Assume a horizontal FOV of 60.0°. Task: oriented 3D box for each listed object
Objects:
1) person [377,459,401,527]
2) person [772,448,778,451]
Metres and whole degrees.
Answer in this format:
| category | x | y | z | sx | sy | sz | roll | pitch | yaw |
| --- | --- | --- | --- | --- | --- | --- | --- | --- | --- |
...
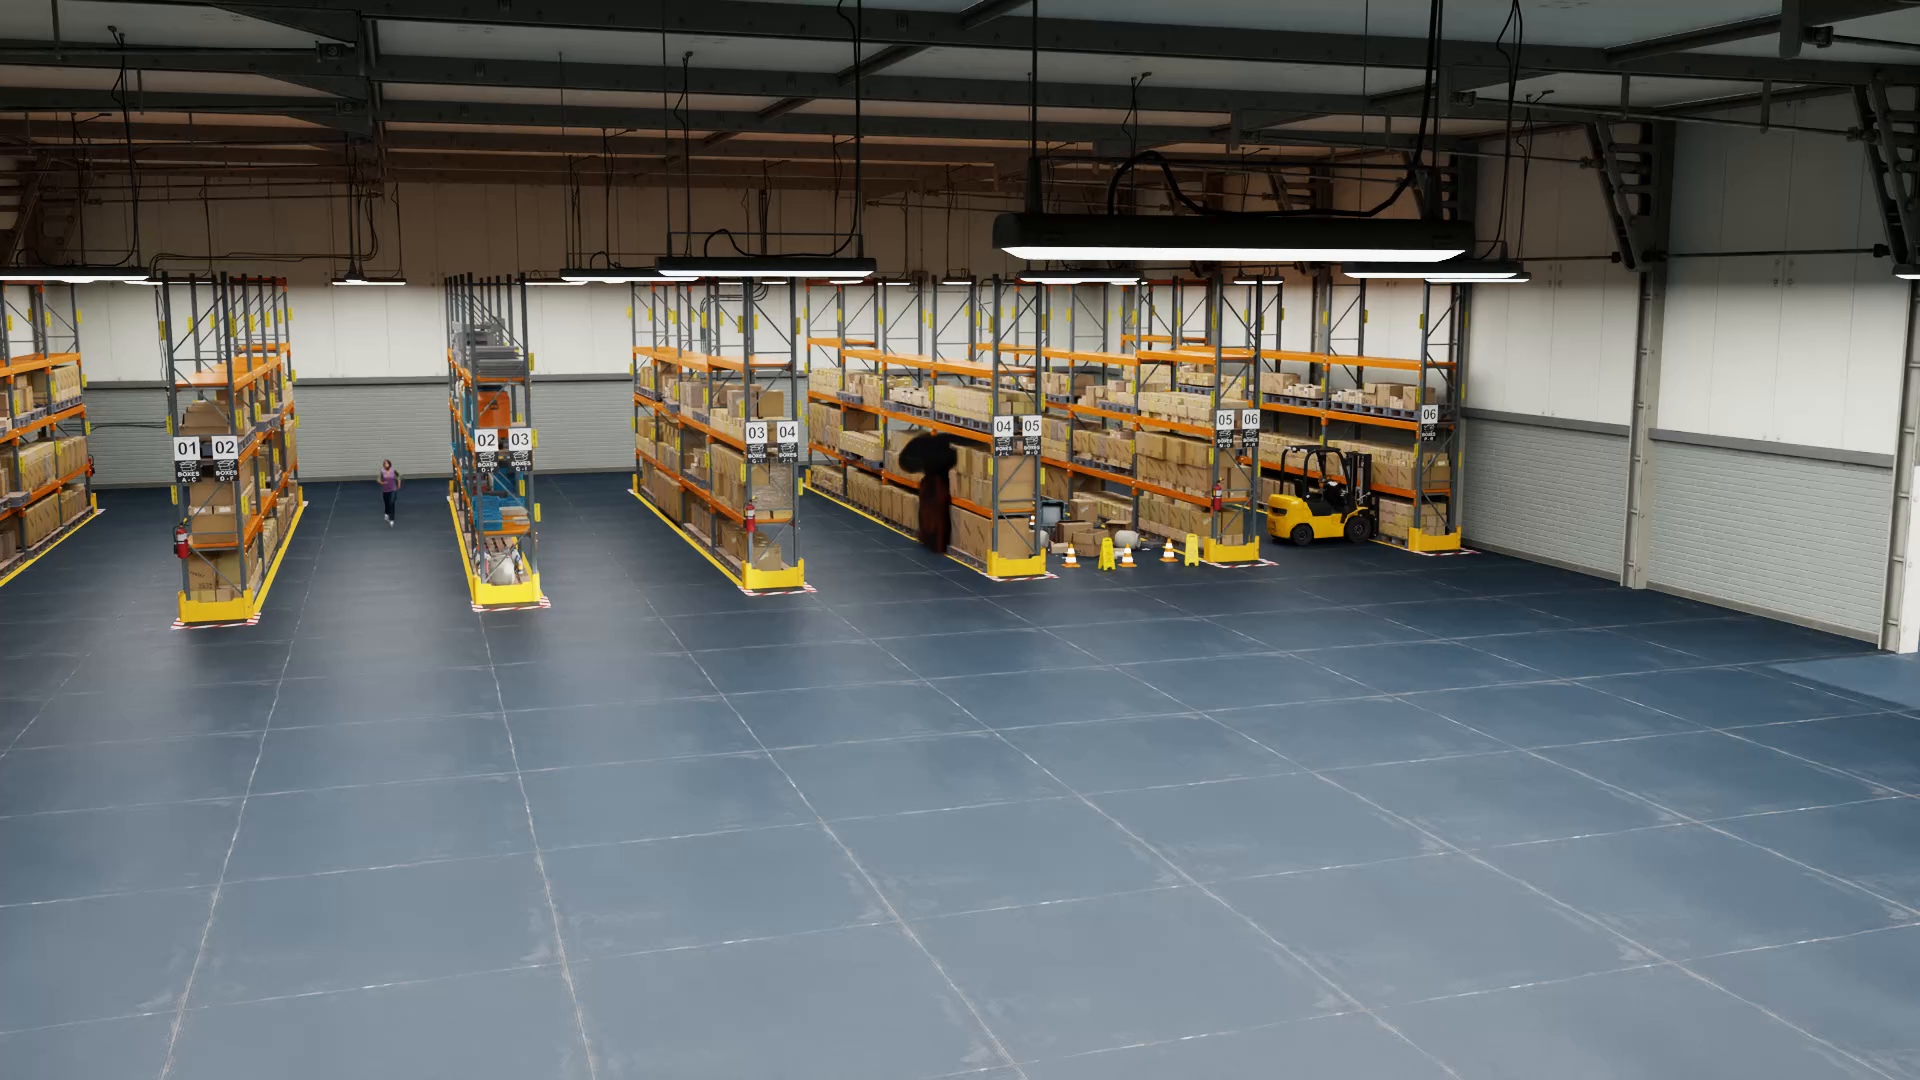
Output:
| category | x | y | z | sx | sy | sz | roll | pitch | yaw |
| --- | --- | --- | --- | --- | --- | --- | --- | --- | --- |
| person | -13.899 | -1.169 | 40.507 | 0.537 | 1.616 | 0.886 | -2 | 9 | -13 |
| person | -5.342 | -2.384 | 48.115 | 0.640 | 1.838 | 0.832 | -1 | 9 | -4 |
